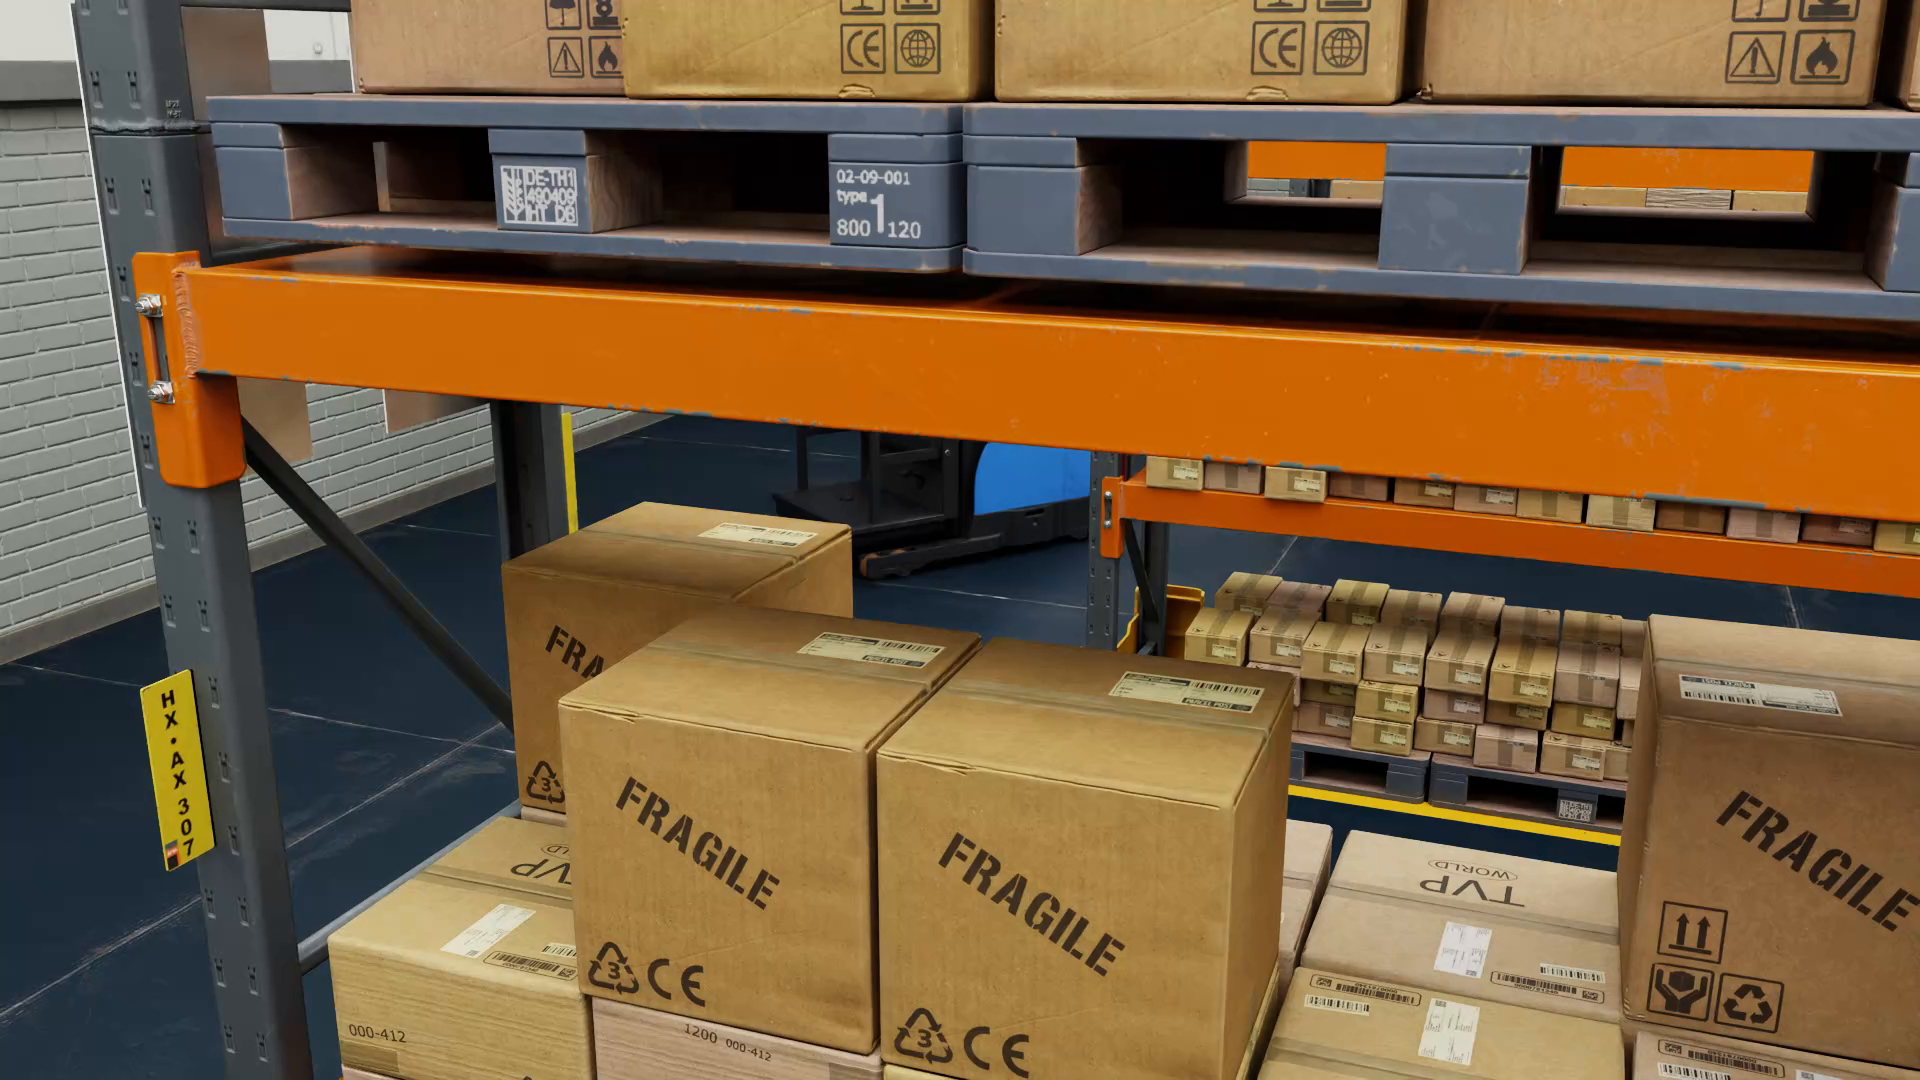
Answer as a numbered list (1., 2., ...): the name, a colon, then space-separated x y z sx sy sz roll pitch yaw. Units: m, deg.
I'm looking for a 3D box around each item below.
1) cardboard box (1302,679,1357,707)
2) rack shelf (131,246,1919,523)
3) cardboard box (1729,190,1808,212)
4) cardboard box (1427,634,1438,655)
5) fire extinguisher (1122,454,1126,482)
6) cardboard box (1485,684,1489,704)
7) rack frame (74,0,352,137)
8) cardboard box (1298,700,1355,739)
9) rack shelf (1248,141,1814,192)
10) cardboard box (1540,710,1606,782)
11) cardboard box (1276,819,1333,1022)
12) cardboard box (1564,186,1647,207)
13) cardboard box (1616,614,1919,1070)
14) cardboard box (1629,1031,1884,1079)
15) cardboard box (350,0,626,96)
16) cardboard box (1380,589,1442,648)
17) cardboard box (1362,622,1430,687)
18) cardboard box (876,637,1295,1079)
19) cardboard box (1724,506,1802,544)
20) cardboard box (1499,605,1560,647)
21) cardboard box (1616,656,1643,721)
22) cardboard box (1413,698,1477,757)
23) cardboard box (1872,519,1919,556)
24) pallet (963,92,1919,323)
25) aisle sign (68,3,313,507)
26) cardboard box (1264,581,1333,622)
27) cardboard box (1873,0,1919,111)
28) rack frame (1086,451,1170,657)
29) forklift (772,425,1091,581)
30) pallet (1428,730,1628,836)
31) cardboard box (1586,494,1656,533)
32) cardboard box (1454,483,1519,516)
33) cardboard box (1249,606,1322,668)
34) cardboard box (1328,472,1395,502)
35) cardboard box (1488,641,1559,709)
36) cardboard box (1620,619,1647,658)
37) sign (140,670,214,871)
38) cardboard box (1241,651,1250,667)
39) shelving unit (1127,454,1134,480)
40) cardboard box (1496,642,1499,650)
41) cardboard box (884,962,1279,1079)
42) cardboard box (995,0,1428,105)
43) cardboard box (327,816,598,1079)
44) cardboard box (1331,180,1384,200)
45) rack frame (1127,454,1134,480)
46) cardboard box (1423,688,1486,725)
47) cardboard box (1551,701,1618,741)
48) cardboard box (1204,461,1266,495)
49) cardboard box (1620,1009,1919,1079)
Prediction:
1. cardboard box: 1.707 0.609 7.524 0.250 0.149 0.380 7 17 21
2. rack shelf: 0.766 -0.195 2.376 4.000 0.370 1.077 6 17 21
3. cardboard box: 5.253 -2.025 10.795 0.500 0.500 0.500 6 17 20
4. cardboard box: 2.111 0.531 7.793 0.250 0.149 0.380 6 17 20
5. fire extinguisher: 0.754 -0.510 8.358 0.183 0.674 0.296 6 17 21
6. cardboard box: 2.371 0.667 7.855 0.250 0.149 0.380 5 17 18
7. rack frame: -1.095 -2.186 2.562 0.127 3.000 1.000 6 17 21
8. cardboard box: 1.696 0.752 7.562 0.250 0.149 0.380 6 17 21
9. rack shelf: 2.680 -1.471 6.772 4.000 0.370 1.077 6 17 21
10. cardboard box: 2.633 0.878 7.129 0.250 0.149 0.380 6 17 21
11. cardboard box: 0.399 0.709 3.086 0.500 0.250 0.500 6 17 19
12. cardboard box: 4.313 -2.128 11.150 0.500 0.500 0.500 6 17 21
13. cardboard box: 1.334 0.454 2.621 0.500 0.500 0.500 6 17 19
14. cardboard box: 1.162 0.952 2.250 0.500 0.250 0.500 7 17 22
15. cardboard box: -0.591 -1.004 2.759 0.500 0.500 0.700 5 17 17
16. cardboard box: 2.123 0.366 7.825 0.250 0.149 0.380 6 17 18
17. cardboard box: 1.931 0.502 7.356 0.250 0.149 0.380 5 17 18
18. cardboard box: 0.202 0.486 2.510 0.500 0.500 0.500 6 17 19
19. cardboard box: 3.188 -0.113 6.634 0.250 0.149 0.380 5 17 18
20. cardboard box: 2.597 0.435 7.588 0.250 0.149 0.380 6 17 19
21. cardboard box: 2.874 0.627 6.928 0.250 0.149 0.380 6 17 19
22. cardboard box: 2.166 0.808 7.369 0.250 0.149 0.380 6 17 21
23. cardboard box: 3.682 -0.060 6.452 0.250 0.149 0.380 7 18 23
24. pallet: 0.738 -0.505 2.313 1.213 0.211 1.003 6 17 21
25. aisle sign: -1.272 -0.483 2.794 0.004 0.787 0.394 6 17 21
26. cardboard box: 1.617 0.330 7.950 0.250 0.149 0.380 7 17 22
27. cardboard box: 1.378 -0.755 1.900 0.500 0.500 0.700 7 18 23
28. rack frame: 0.819 -0.581 7.794 0.127 3.000 1.000 6 17 21
29. forklift: -0.558 -1.321 10.467 3.031 2.935 1.130 -10 19 -30
30. pallet: 2.764 0.984 7.407 1.213 0.211 1.003 6 17 21
31. cardboard box: 2.708 -0.161 6.798 0.250 0.149 0.380 7 17 22
32. cardboard box: 2.237 -0.228 7.028 0.250 0.149 0.380 6 17 20
33. cardboard box: 1.483 0.440 7.572 0.250 0.149 0.380 7 17 22
34. cardboard box: 1.774 -0.294 7.258 0.250 0.149 0.380 7 18 23
35. cardboard box: 2.414 0.572 7.116 0.250 0.149 0.380 7 17 21
36. cardboard box: 3.067 0.490 7.399 0.250 0.149 0.380 6 17 18
37. sign: -1.304 0.385 2.773 0.005 0.325 0.100 6 17 21
38. cardboard box: 1.213 0.564 7.678 0.250 0.149 0.380 7 18 23
39. shelving unit: 0.685 -1.004 11.940 1.048 1.500 0.538 13 20 37
40. cardboard box: 2.617 0.557 7.701 0.250 0.149 0.380 7 18 23
41. cardboard box: 0.205 0.847 2.610 0.500 0.250 0.500 6 17 19
42. cardboard box: 0.387 -0.875 2.314 0.500 0.500 0.700 5 17 17
43. cardboard box: -0.747 0.743 2.968 0.500 0.250 0.500 6 17 19
44. cardboard box: 2.884 -2.280 11.675 0.500 0.500 0.500 6 17 19
45. rack frame: 1.083 -0.916 11.636 0.032 1.500 0.500 13 20 37
46. cardboard box: 2.187 0.666 7.328 0.250 0.149 0.380 5 17 18
47. cardboard box: 2.702 0.713 7.165 0.250 0.149 0.380 7 18 23
48. cardboard box: 1.252 -0.327 7.370 0.250 0.149 0.380 7 18 23
49. cardboard box: 1.341 0.814 2.726 0.500 0.250 0.500 7 17 22
